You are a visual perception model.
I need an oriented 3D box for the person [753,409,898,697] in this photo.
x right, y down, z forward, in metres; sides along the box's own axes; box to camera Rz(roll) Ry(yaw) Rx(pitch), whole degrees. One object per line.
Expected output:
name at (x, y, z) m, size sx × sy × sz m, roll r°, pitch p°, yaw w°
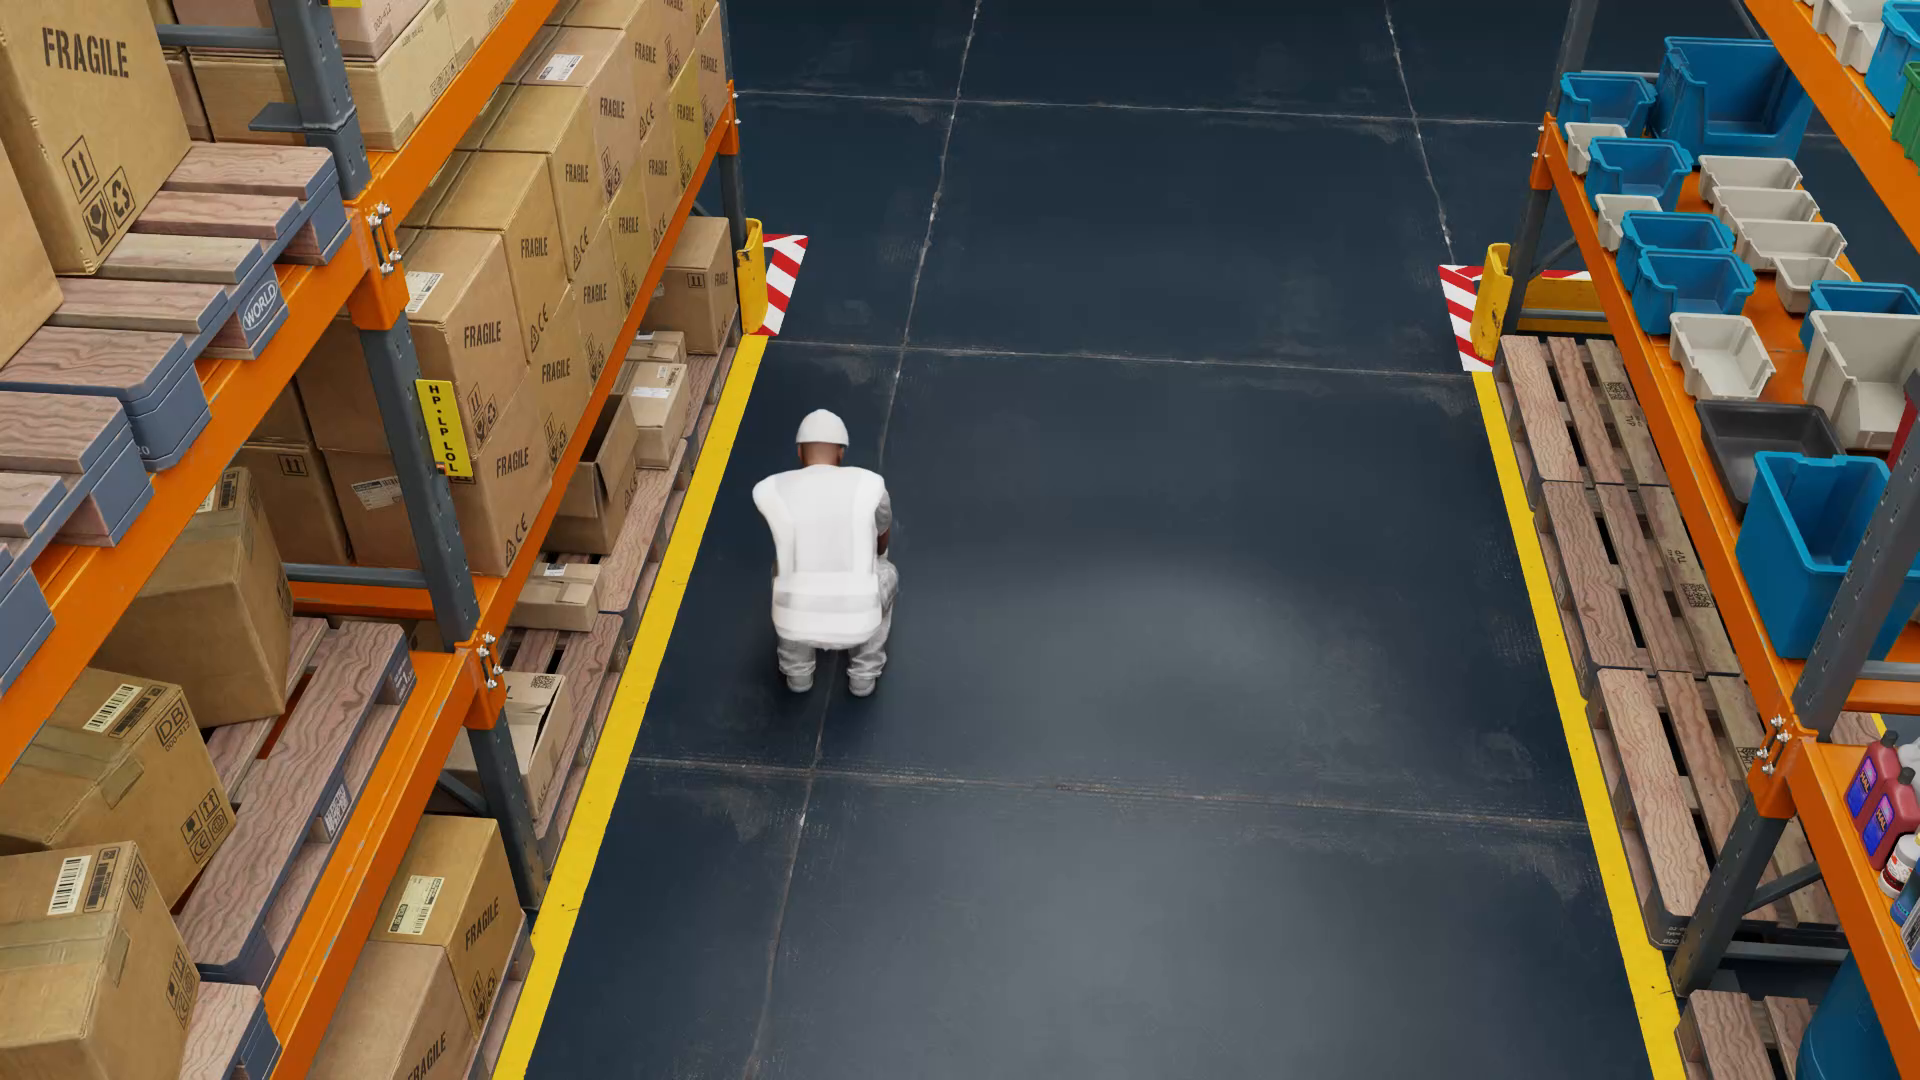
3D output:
person at (-0.535, 0.064, 6.684) m, size 0.565 × 1.001 × 0.921 m, roll 3°, pitch 40°, yaw 3°
